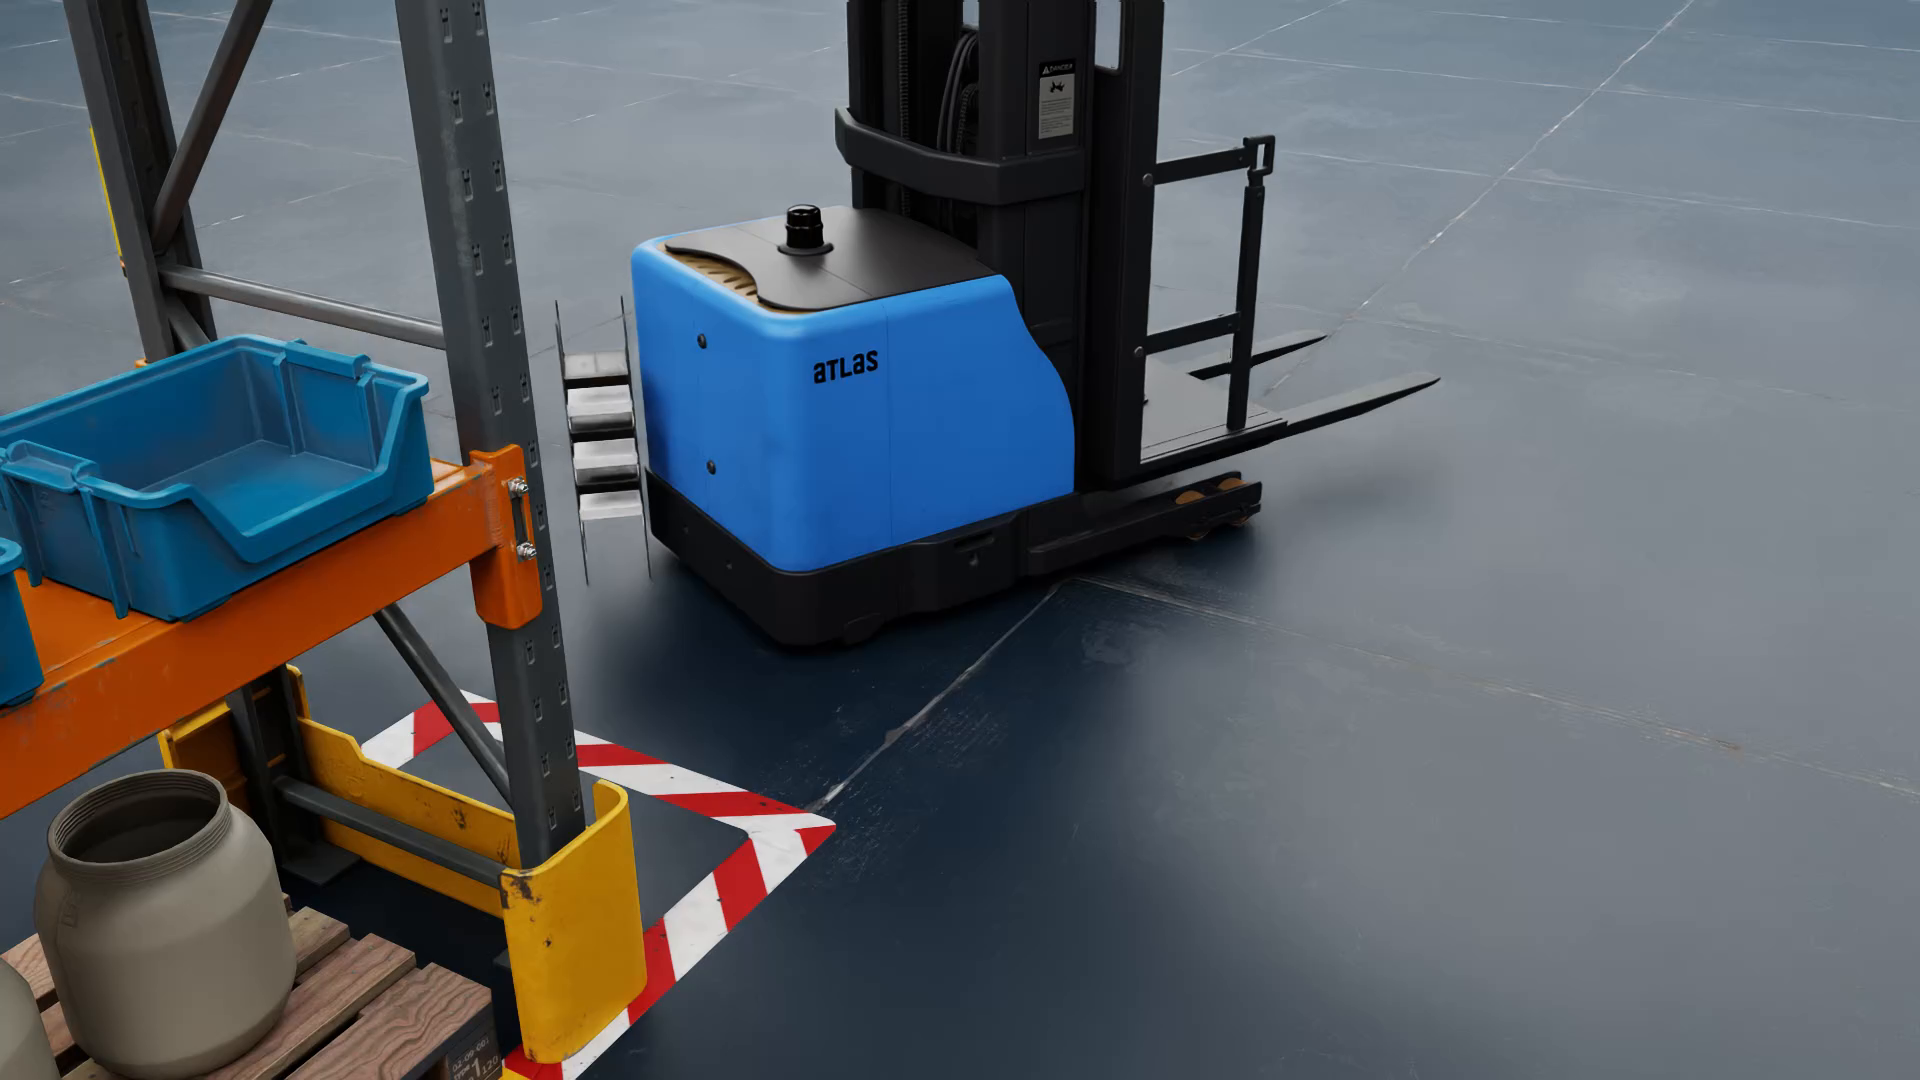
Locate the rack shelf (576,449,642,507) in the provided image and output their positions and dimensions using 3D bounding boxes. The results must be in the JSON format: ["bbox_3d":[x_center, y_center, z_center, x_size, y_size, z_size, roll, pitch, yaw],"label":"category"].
[{"bbox_3d":[-1.149,-0.205,5.429,0.200,0.077,0.258,-6,27,-11],"label":"rack shelf"}]

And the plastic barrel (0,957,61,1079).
[{"bbox_3d":[-1.783,0.939,2.833,0.421,0.512,0.421,0,27,0],"label":"plastic barrel"}]

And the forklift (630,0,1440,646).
[{"bbox_3d":[0.451,-1.489,5.450,3.031,2.935,1.130,-17,31,-30],"label":"forklift"}]

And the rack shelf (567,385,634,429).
[{"bbox_3d":[-1.150,-0.447,5.308,0.200,0.077,0.258,-6,27,-11],"label":"rack shelf"}]

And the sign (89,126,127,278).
[{"bbox_3d":[-1.756,-0.701,3.489,0.100,0.325,0.005,14,30,26],"label":"sign"}]

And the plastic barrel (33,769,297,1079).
[{"bbox_3d":[-1.536,0.744,3.223,0.421,0.512,0.421,0,27,0],"label":"plastic barrel"}]

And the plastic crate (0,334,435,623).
[{"bbox_3d":[-1.265,-0.127,2.818,0.499,0.251,0.616,14,30,26],"label":"plastic crate"}]

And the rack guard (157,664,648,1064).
[{"bbox_3d":[-1.276,0.704,3.786,1.175,0.500,0.348,14,30,26],"label":"rack guard"}]

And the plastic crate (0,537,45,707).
[{"bbox_3d":[-1.589,0.125,2.315,0.499,0.251,0.408,14,30,26],"label":"plastic crate"}]

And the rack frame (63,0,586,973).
[{"bbox_3d":[-1.279,-0.454,3.306,1.000,3.000,0.127,14,30,26],"label":"rack frame"}]

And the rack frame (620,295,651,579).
[{"bbox_3d":[-1.050,-0.326,5.393,0.006,0.900,0.240,-6,27,-11],"label":"rack frame"}]

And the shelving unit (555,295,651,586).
[{"bbox_3d":[-1.150,-0.316,5.374,0.210,0.900,0.258,-6,27,-11],"label":"shelving unit"}]

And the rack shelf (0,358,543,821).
[{"bbox_3d":[-2.263,0.647,1.910,1.077,0.370,4.000,14,30,26],"label":"rack shelf"}]

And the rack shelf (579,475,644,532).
[{"bbox_3d":[-1.149,-0.125,5.470,0.200,0.077,0.258,-6,27,-11],"label":"rack shelf"}]

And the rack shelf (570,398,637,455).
[{"bbox_3d":[-1.150,-0.366,5.348,0.200,0.077,0.258,-6,27,-11],"label":"rack shelf"}]

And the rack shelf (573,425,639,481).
[{"bbox_3d":[-1.150,-0.286,5.389,0.200,0.077,0.258,-6,27,-11],"label":"rack shelf"}]

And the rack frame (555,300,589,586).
[{"bbox_3d":[-1.249,-0.305,5.355,0.006,0.900,0.240,-6,27,-11],"label":"rack frame"}]

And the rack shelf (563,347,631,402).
[{"bbox_3d":[-1.151,-0.527,5.268,0.200,0.077,0.258,-6,27,-11],"label":"rack shelf"}]

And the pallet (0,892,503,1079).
[{"bbox_3d":[-1.680,1.148,3.220,1.003,0.211,1.213,14,30,26],"label":"pallet"}]
